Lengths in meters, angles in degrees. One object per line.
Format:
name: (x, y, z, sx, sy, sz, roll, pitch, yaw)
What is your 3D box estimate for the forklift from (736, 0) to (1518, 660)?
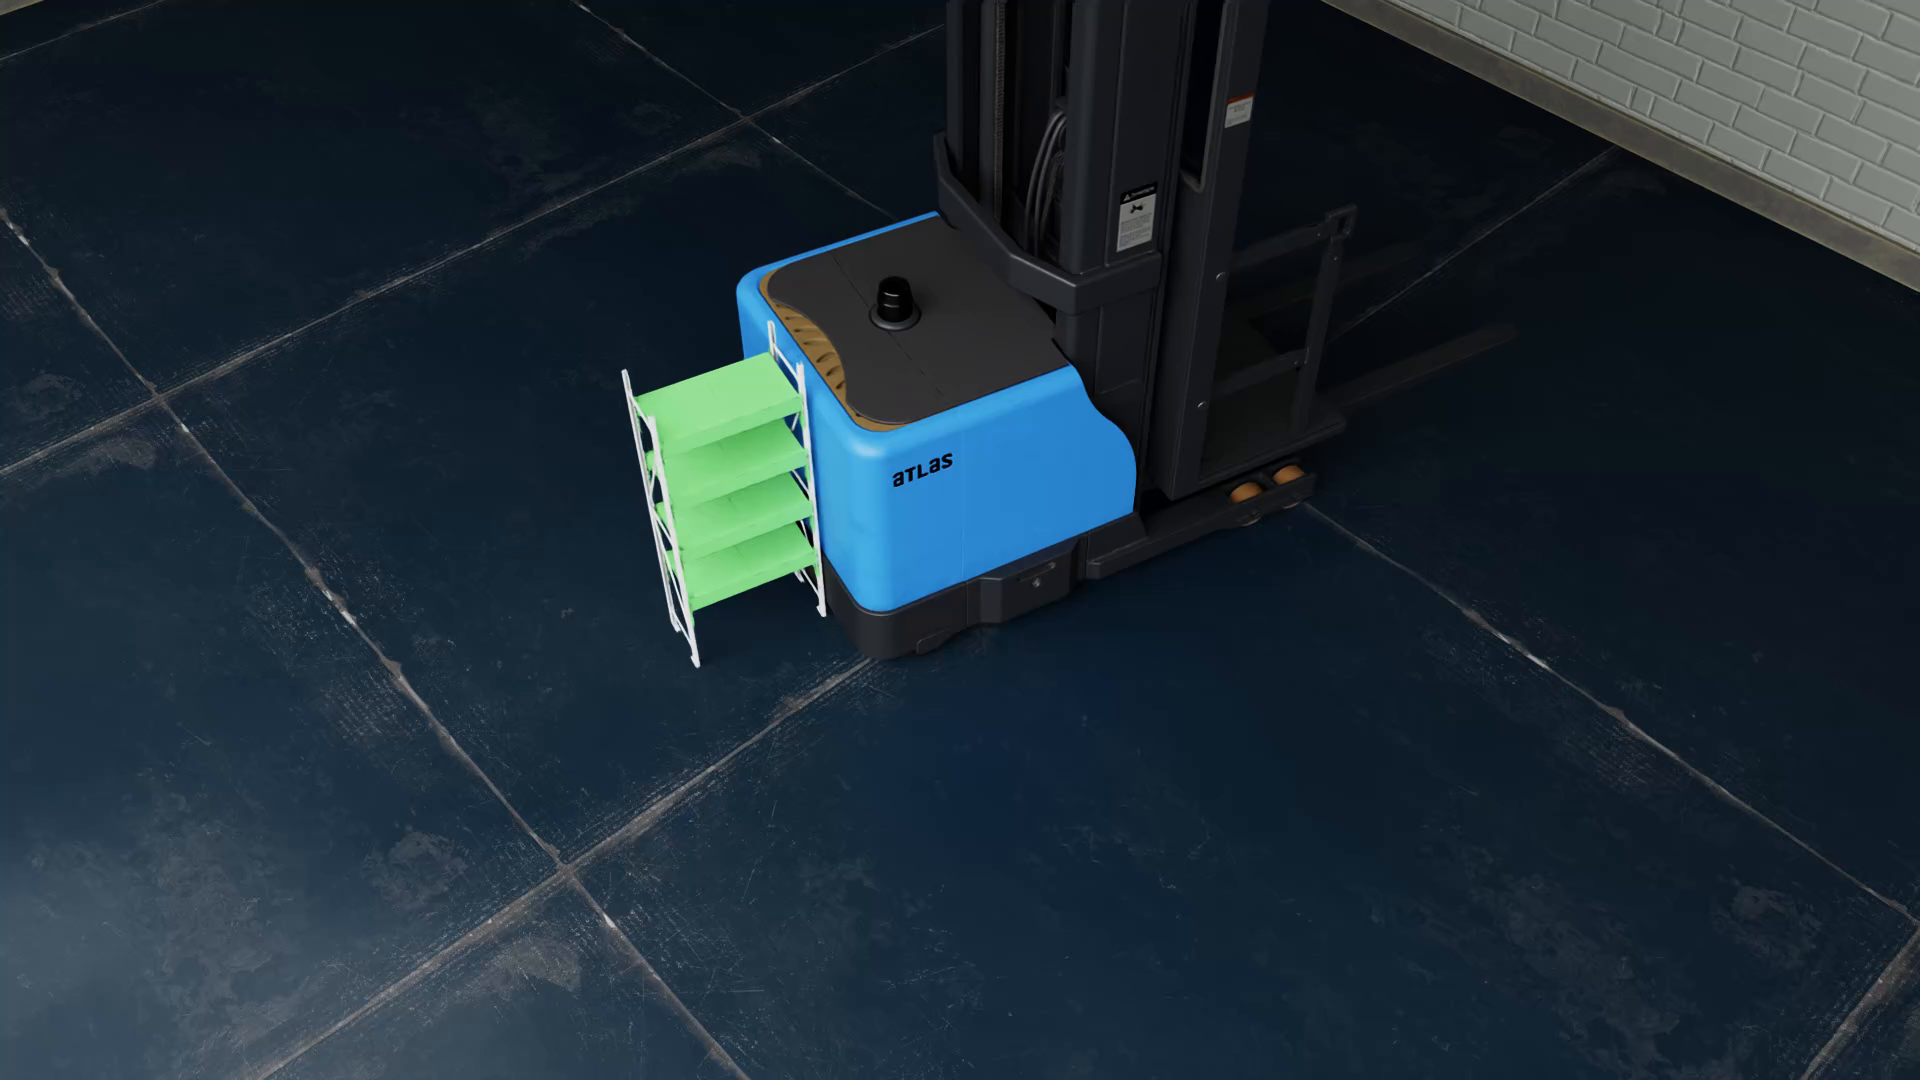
forklift: (0.770, -1.370, 5.520, 3.031, 2.935, 1.130, -22, 51, -19)

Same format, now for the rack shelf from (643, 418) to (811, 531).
rack shelf: (-0.760, -0.242, 5.417, 0.480, 0.148, 0.258, -22, 51, -19)

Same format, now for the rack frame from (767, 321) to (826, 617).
rack frame: (-0.546, -0.208, 5.625, 0.015, 1.200, 0.240, -22, 51, -19)

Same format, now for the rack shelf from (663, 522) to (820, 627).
rack shelf: (-0.760, 0.084, 5.770, 0.480, 0.148, 0.258, -22, 51, -19)

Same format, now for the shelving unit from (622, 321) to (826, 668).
shelving unit: (-0.760, -0.122, 5.546, 0.503, 1.200, 0.258, -22, 51, -19)

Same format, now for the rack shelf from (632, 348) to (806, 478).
rack shelf: (-0.760, -0.404, 5.241, 0.480, 0.148, 0.258, -22, 51, -19)

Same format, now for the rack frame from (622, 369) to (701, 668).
rack frame: (-0.975, -0.037, 5.468, 0.015, 1.200, 0.240, -22, 51, -19)

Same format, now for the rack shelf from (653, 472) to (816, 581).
rack shelf: (-0.760, -0.079, 5.593, 0.480, 0.148, 0.258, -22, 51, -19)
